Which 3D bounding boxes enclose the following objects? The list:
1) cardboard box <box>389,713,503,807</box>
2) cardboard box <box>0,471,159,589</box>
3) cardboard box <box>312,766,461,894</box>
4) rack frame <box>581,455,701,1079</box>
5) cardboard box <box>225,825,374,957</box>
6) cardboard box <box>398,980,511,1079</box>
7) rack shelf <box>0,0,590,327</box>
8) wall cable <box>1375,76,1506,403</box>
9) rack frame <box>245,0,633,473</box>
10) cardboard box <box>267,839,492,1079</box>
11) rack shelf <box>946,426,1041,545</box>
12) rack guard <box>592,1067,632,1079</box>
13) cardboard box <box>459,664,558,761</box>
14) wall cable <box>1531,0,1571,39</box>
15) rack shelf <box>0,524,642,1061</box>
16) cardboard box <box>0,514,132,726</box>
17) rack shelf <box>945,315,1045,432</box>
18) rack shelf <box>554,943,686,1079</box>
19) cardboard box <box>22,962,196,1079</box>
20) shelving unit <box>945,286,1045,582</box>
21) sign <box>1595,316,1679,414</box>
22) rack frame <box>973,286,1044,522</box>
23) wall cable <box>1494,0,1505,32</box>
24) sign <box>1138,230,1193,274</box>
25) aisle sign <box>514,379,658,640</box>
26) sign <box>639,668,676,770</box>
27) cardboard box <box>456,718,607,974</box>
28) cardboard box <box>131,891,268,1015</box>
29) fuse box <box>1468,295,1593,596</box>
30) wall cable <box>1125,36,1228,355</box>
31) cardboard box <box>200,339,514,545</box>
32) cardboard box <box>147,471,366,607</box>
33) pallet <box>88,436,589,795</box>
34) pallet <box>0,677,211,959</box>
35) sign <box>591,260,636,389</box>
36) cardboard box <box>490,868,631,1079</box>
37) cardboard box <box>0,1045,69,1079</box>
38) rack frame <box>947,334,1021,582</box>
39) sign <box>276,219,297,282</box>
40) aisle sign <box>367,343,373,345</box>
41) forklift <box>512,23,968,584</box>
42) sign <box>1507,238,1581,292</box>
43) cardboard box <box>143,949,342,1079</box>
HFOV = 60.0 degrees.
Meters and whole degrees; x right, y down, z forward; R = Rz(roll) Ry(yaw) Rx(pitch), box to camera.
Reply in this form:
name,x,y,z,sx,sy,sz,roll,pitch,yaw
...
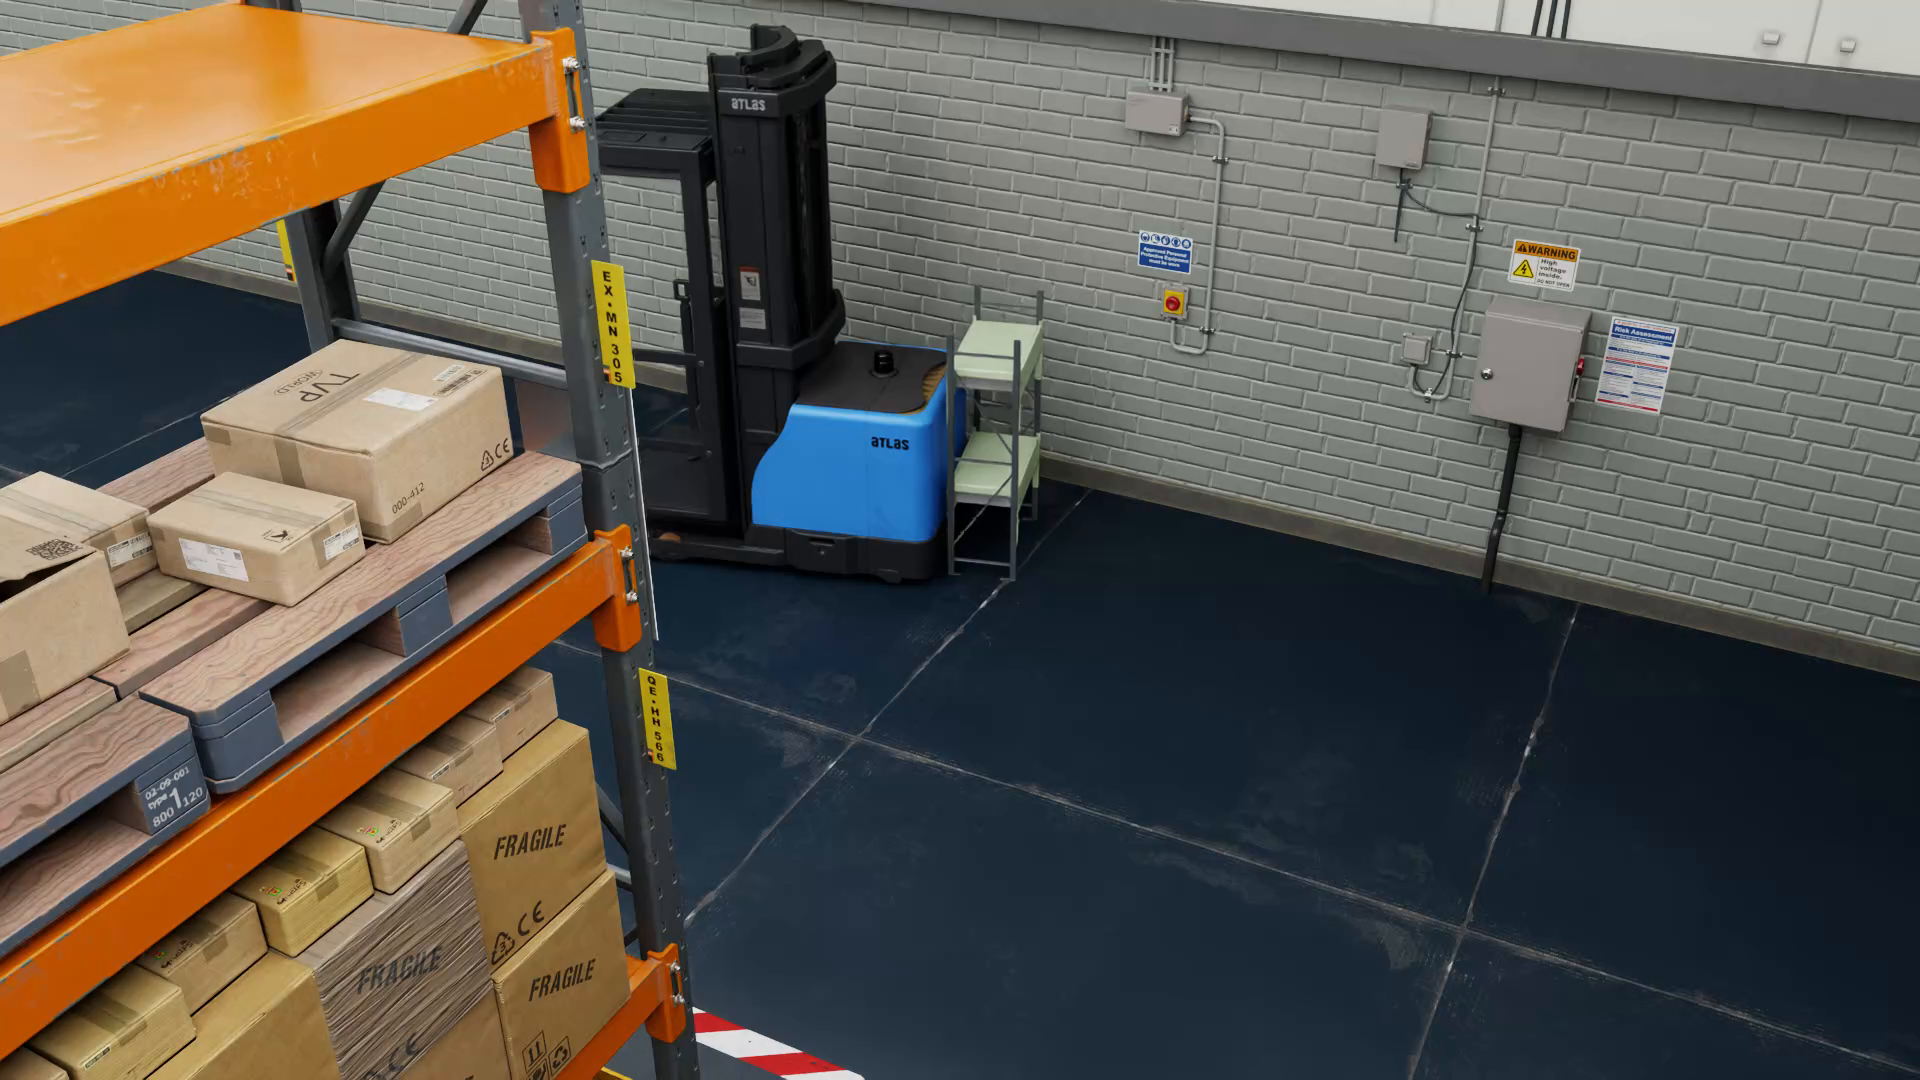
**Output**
name,x,y,z,sx,sy,sz,roll,pitch,yaw
cardboard box,-1.420,0.551,4.313,0.380,0.149,0.250,15,33,24
cardboard box,-2.041,0.000,3.747,0.380,0.149,0.250,16,33,25
cardboard box,-1.463,0.684,4.081,0.380,0.149,0.250,14,33,23
rack frame,-1.341,0.987,5.310,1.000,3.000,0.127,14,33,23
cardboard box,-1.614,0.787,3.902,0.380,0.149,0.250,15,33,24
cardboard box,-1.567,1.436,4.427,0.500,0.500,0.500,14,33,22
rack shelf,-2.252,-0.243,2.551,1.077,0.370,4.000,14,33,23
wall cable,2.475,-1.642,8.868,0.588,1.984,0.122,14,33,23
rack frame,-1.341,-1.615,3.816,1.000,3.000,0.127,14,33,23
cardboard box,-1.561,1.016,4.155,0.500,0.500,0.500,14,33,23
rack shelf,0.204,-0.329,9.762,0.431,0.370,0.720,6,30,10
rack guard,-1.330,2.060,5.951,1.175,0.500,0.348,14,33,23
cardboard box,-1.326,0.433,4.519,0.380,0.149,0.250,15,33,24
wall cable,4.131,-3.396,6.881,2.988,3.039,0.133,14,33,23
rack shelf,-2.252,0.885,3.198,1.077,0.370,4.000,14,33,23
cardboard box,-2.067,0.151,3.320,0.500,0.311,0.500,15,33,24
rack shelf,0.204,-0.950,9.406,0.431,0.370,0.720,6,30,10
rack shelf,-2.252,2.185,3.945,1.077,0.370,4.000,14,33,23
cardboard box,-1.859,1.011,3.512,0.380,0.149,0.250,15,33,24
shelving unit,0.204,-0.612,9.600,0.431,1.500,0.755,6,30,10
sign,3.545,-0.916,8.718,0.329,0.494,0.001,14,33,23
rack frame,0.280,-0.790,9.910,0.400,1.500,0.023,6,30,10
wall cable,1.668,-4.029,8.019,2.355,3.000,0.029,14,33,23
sign,1.192,-1.674,9.671,0.327,0.218,0.001,14,33,23
aisle sign,-1.032,-0.102,4.596,0.394,0.787,0.004,14,33,23
sign,-0.864,0.511,4.738,0.100,0.325,0.005,14,33,23
cardboard box,-1.349,0.777,4.570,0.500,0.500,0.500,15,33,25
cardboard box,-1.797,0.887,3.729,0.380,0.149,0.250,14,33,23
fuse box,3.011,-0.418,9.051,0.539,1.711,0.414,14,33,23
wall cable,1.207,-1.972,9.411,0.585,1.953,0.123,14,33,23
cardboard box,-1.466,-0.255,4.088,0.500,0.250,0.500,11,32,19
cardboard box,-1.586,-0.007,3.758,0.380,0.149,0.250,12,32,19
pallet,-1.670,0.056,4.008,1.003,0.211,1.213,14,33,23
pallet,-2.224,0.598,3.063,1.003,0.211,1.213,14,33,23
sign,-0.864,-0.534,4.137,0.100,0.325,0.005,14,33,23
cardboard box,-1.325,1.217,4.808,0.500,0.500,0.500,14,33,24
cardboard box,-1.995,1.123,3.317,0.380,0.149,0.250,15,33,25
rack frame,0.127,-0.434,9.290,0.400,1.500,0.023,6,30,10
sign,-1.832,-0.856,4.550,0.100,0.325,0.005,14,33,23
aisle sign,-1.566,-0.238,4.833,0.394,0.787,0.004,14,33,23
forklift,-1.523,-1.392,9.521,3.031,2.935,1.130,6,30,11
sign,3.056,-1.440,8.706,0.339,0.242,0.001,14,33,23
cardboard box,-1.789,1.234,3.774,0.500,0.500,0.500,14,33,23
